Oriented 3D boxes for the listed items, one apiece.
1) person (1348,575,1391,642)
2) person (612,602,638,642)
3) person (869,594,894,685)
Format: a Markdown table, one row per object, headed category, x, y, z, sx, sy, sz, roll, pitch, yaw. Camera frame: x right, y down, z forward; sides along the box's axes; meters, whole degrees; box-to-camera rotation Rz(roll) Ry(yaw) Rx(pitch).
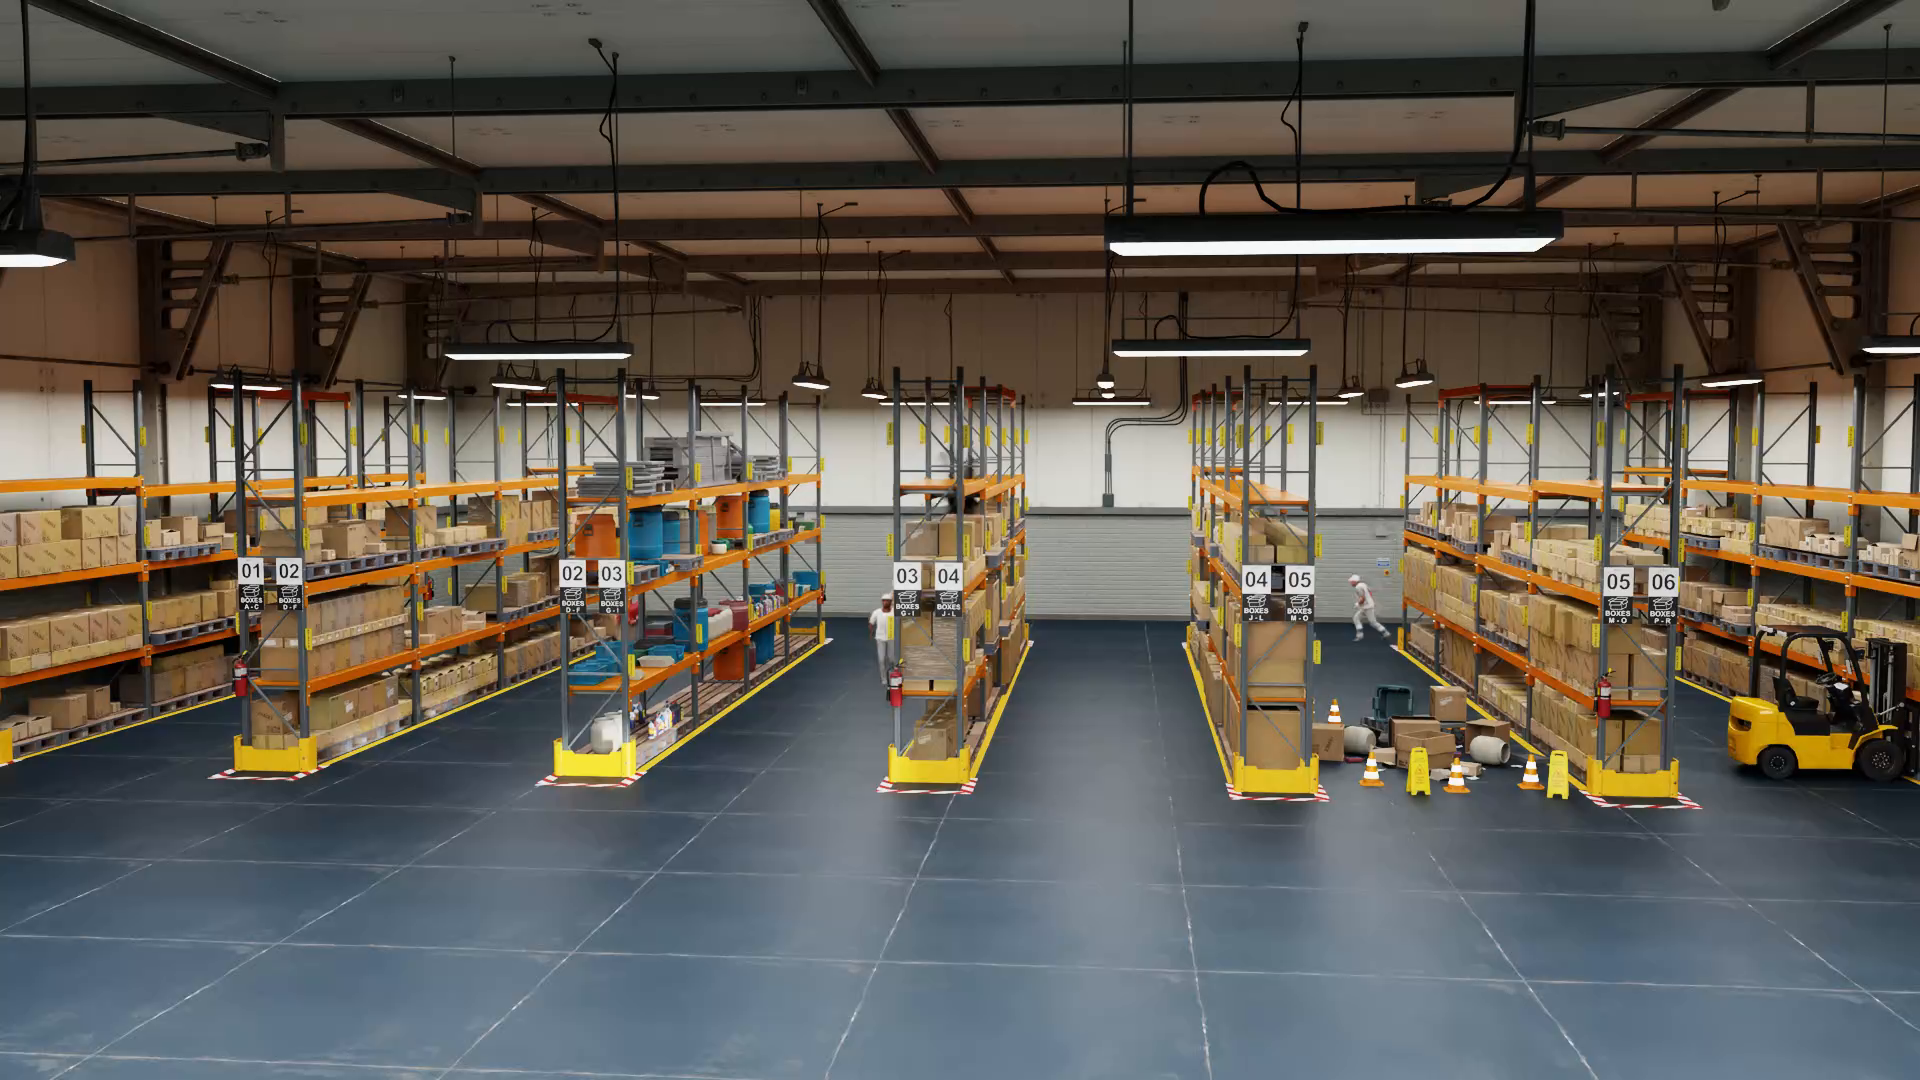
| category | x | y | z | sx | sy | sz | roll | pitch | yaw |
| --- | --- | --- | --- | --- | --- | --- | --- | --- | --- |
| person | 9.968 | 1.677 | 40.442 | 1.037 | 1.642 | 0.671 | 1 | 4 | 17 |
| person | -7.093 | 1.951 | 35.362 | 0.664 | 1.738 | 0.962 | 0 | 4 | -1 |
| person | -1.402 | 1.886 | 31.590 | 0.698 | 1.731 | 0.554 | 0 | 4 | 5 |
